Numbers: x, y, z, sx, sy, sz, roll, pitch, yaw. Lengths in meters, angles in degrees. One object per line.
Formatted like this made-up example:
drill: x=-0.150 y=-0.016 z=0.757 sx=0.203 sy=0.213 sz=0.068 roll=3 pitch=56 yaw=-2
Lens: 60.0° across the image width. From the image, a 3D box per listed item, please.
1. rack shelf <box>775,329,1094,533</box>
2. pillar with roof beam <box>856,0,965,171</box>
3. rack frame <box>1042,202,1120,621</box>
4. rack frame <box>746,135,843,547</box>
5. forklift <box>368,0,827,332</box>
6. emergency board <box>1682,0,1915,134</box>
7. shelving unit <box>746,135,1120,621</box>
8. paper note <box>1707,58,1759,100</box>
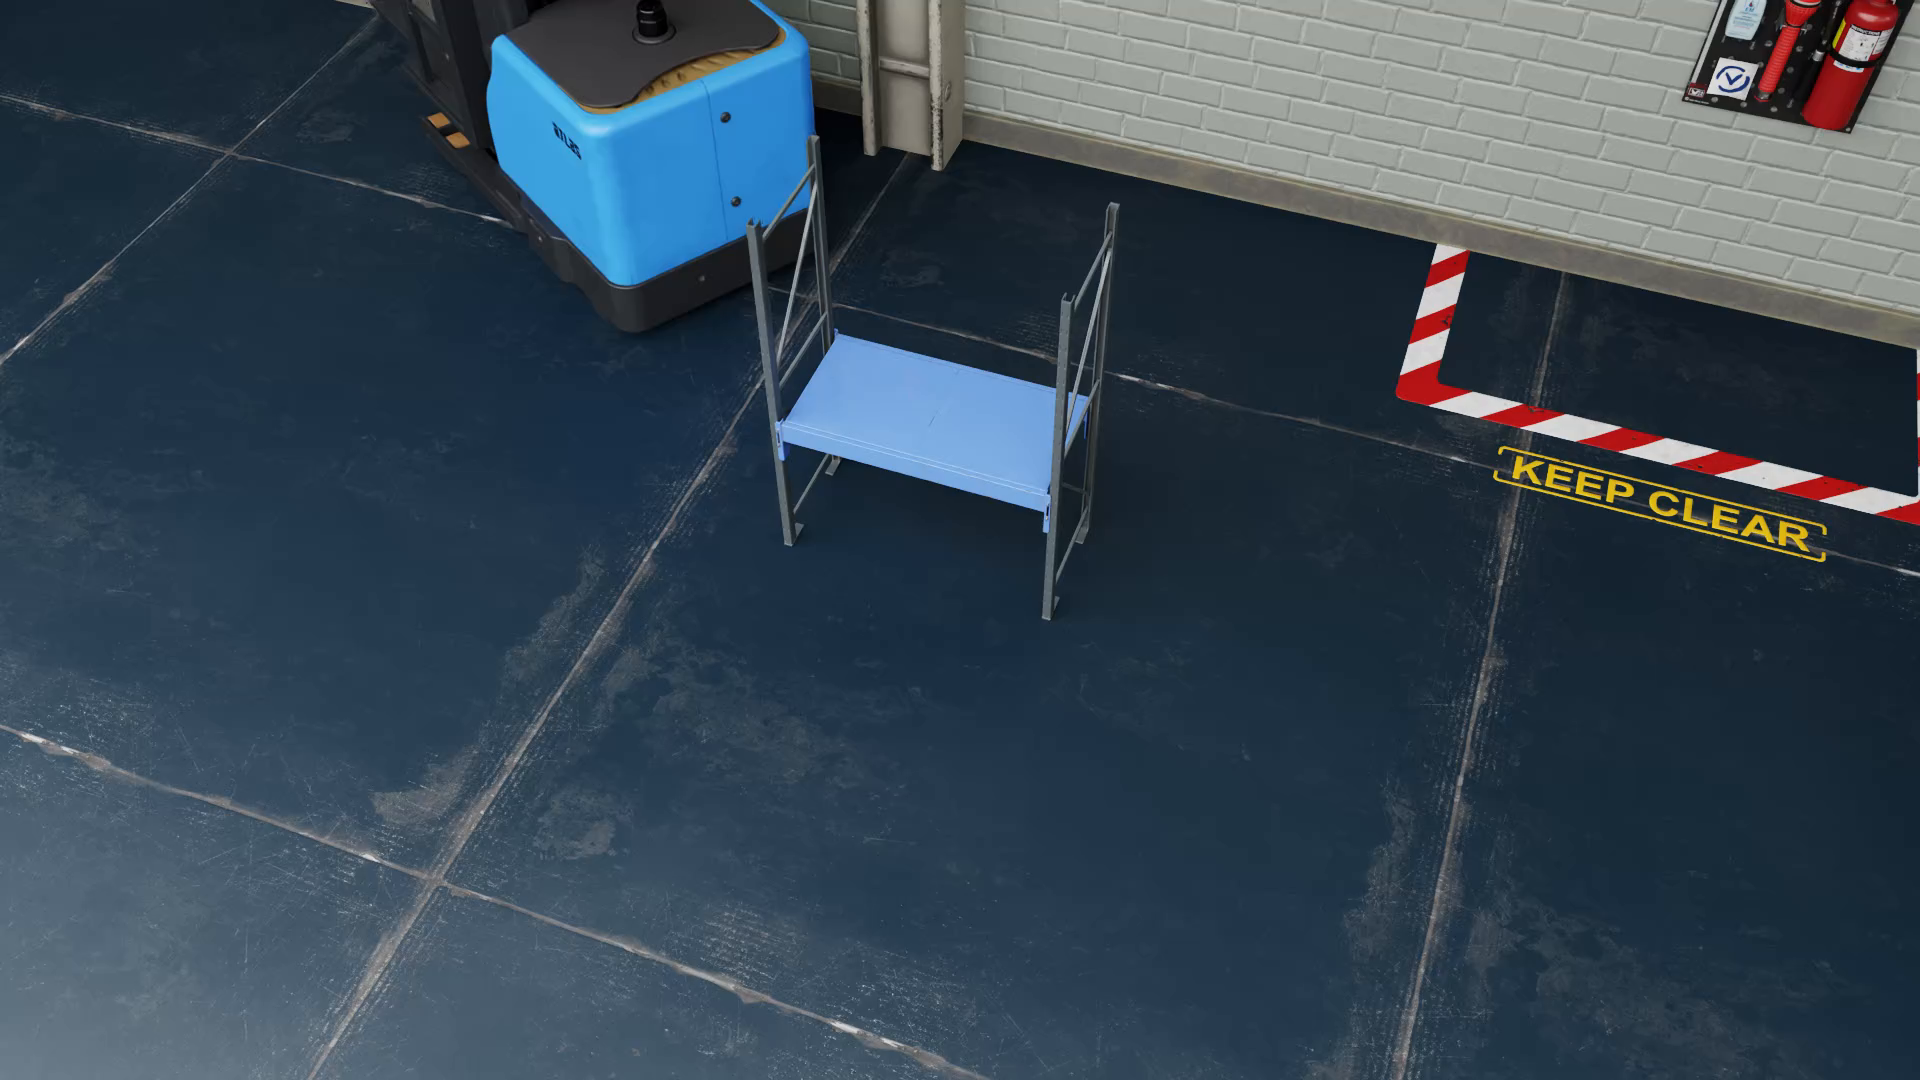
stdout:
rack shelf: x=-0.080 y=-0.396 z=5.839 sx=1.000 sy=0.185 sz=0.538 roll=16 pitch=51 yaw=13
pillar with roof beam: x=-1.708 y=-1.772 z=1.831 sx=0.400 sy=9.000 sz=9.100 roll=16 pitch=51 yaw=13
rack frame: x=0.397 y=-0.380 z=5.587 sx=0.032 sy=1.500 sz=0.500 roll=16 pitch=51 yaw=13
rack frame: x=-0.557 y=-0.647 z=5.818 sx=0.032 sy=1.500 sz=0.500 roll=16 pitch=51 yaw=13
forklift: x=-1.875 y=-2.891 z=6.816 sx=1.130 sy=2.935 sz=3.031 roll=-30 pitch=55 yaw=-23
emergency board: x=3.107 y=-1.962 z=5.965 sx=0.643 sy=1.169 sz=0.194 roll=16 pitch=51 yaw=13
shelving unit: x=-0.080 y=-0.514 z=5.703 sx=1.048 sy=1.500 sz=0.538 roll=16 pitch=51 yaw=13
paper note: x=2.965 y=-1.769 z=6.381 sx=0.142 sy=0.148 sz=0.016 roll=16 pitch=51 yaw=13
